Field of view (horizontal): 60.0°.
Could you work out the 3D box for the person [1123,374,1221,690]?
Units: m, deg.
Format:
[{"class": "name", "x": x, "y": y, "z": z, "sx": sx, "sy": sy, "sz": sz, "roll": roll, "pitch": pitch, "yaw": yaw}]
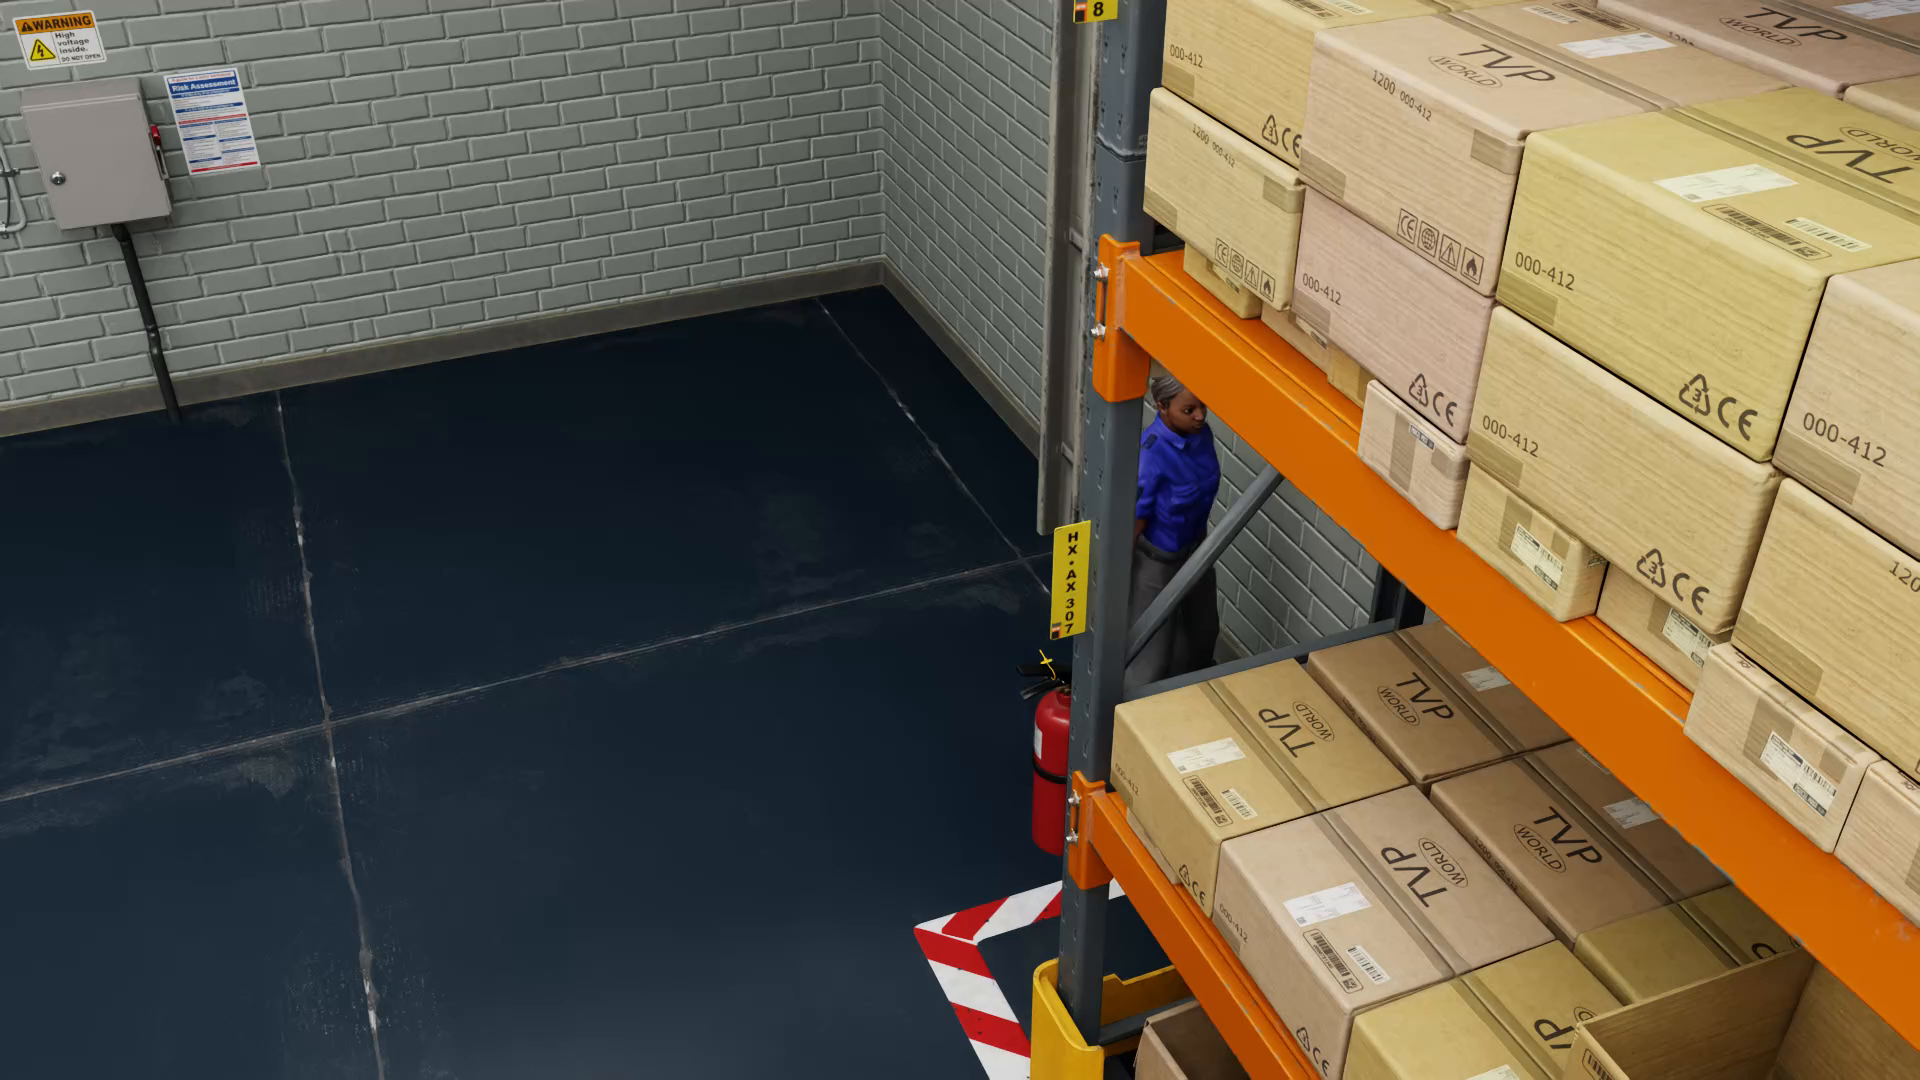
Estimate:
[{"class": "person", "x": 0.711, "y": 0.092, "z": 6.000, "sx": 0.600, "sy": 1.641, "sz": 0.646, "roll": 21, "pitch": 39, "yaw": 29}]
